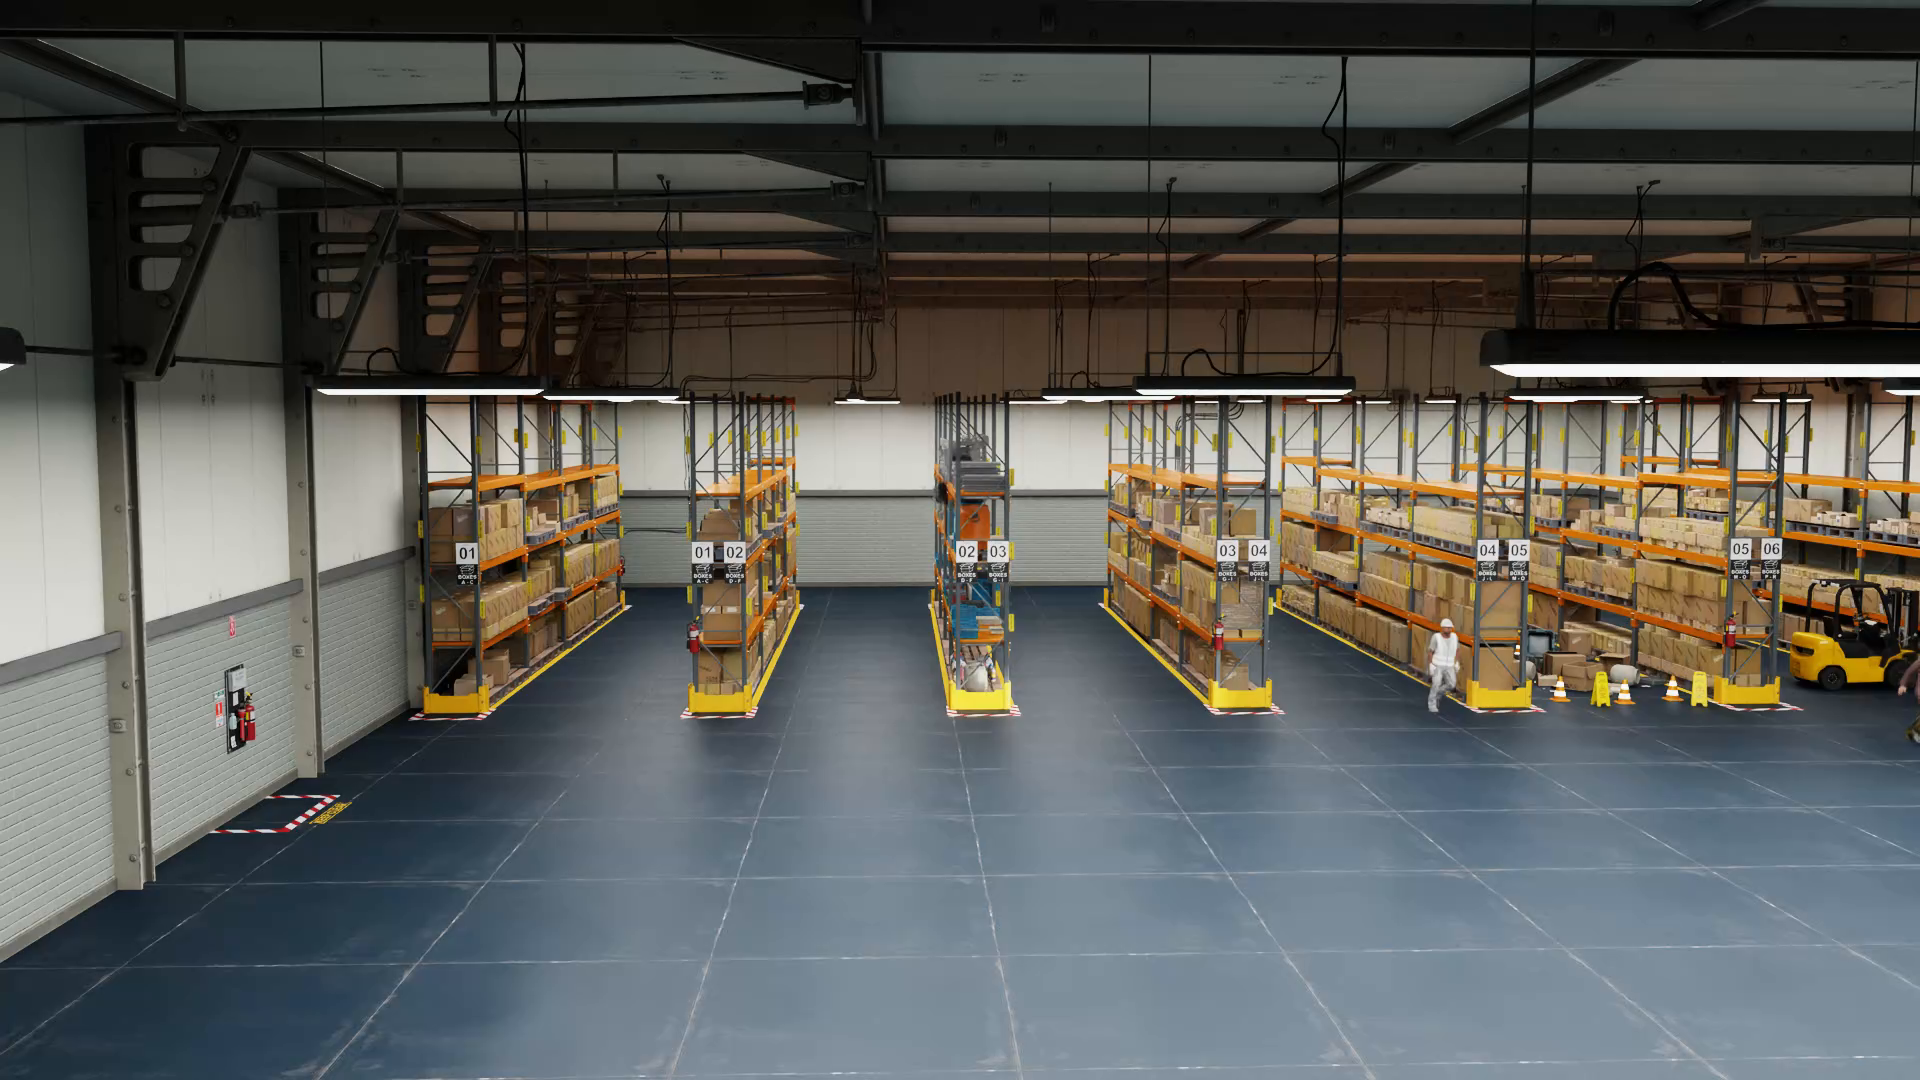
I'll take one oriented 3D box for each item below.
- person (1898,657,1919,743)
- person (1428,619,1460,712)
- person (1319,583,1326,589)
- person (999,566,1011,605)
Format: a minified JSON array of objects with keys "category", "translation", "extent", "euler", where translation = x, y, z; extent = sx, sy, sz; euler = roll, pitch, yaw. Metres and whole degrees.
[{"category":"person","translation":[16.400,2.595,28.055],"extent":[0.671,1.726,0.879],"euler":[-1,5,-18]},{"category":"person","translation":[9.028,2.336,31.098],"extent":[0.614,1.760,0.566],"euler":[-1,5,-9]},{"category":"person","translation":[10.592,1.073,48.856],"extent":[0.700,1.490,0.527],"euler":[-1,5,-9]},{"category":"person","translation":[1.142,1.051,48.033],"extent":[0.670,1.664,0.596],"euler":[-4,6,-44]}]
